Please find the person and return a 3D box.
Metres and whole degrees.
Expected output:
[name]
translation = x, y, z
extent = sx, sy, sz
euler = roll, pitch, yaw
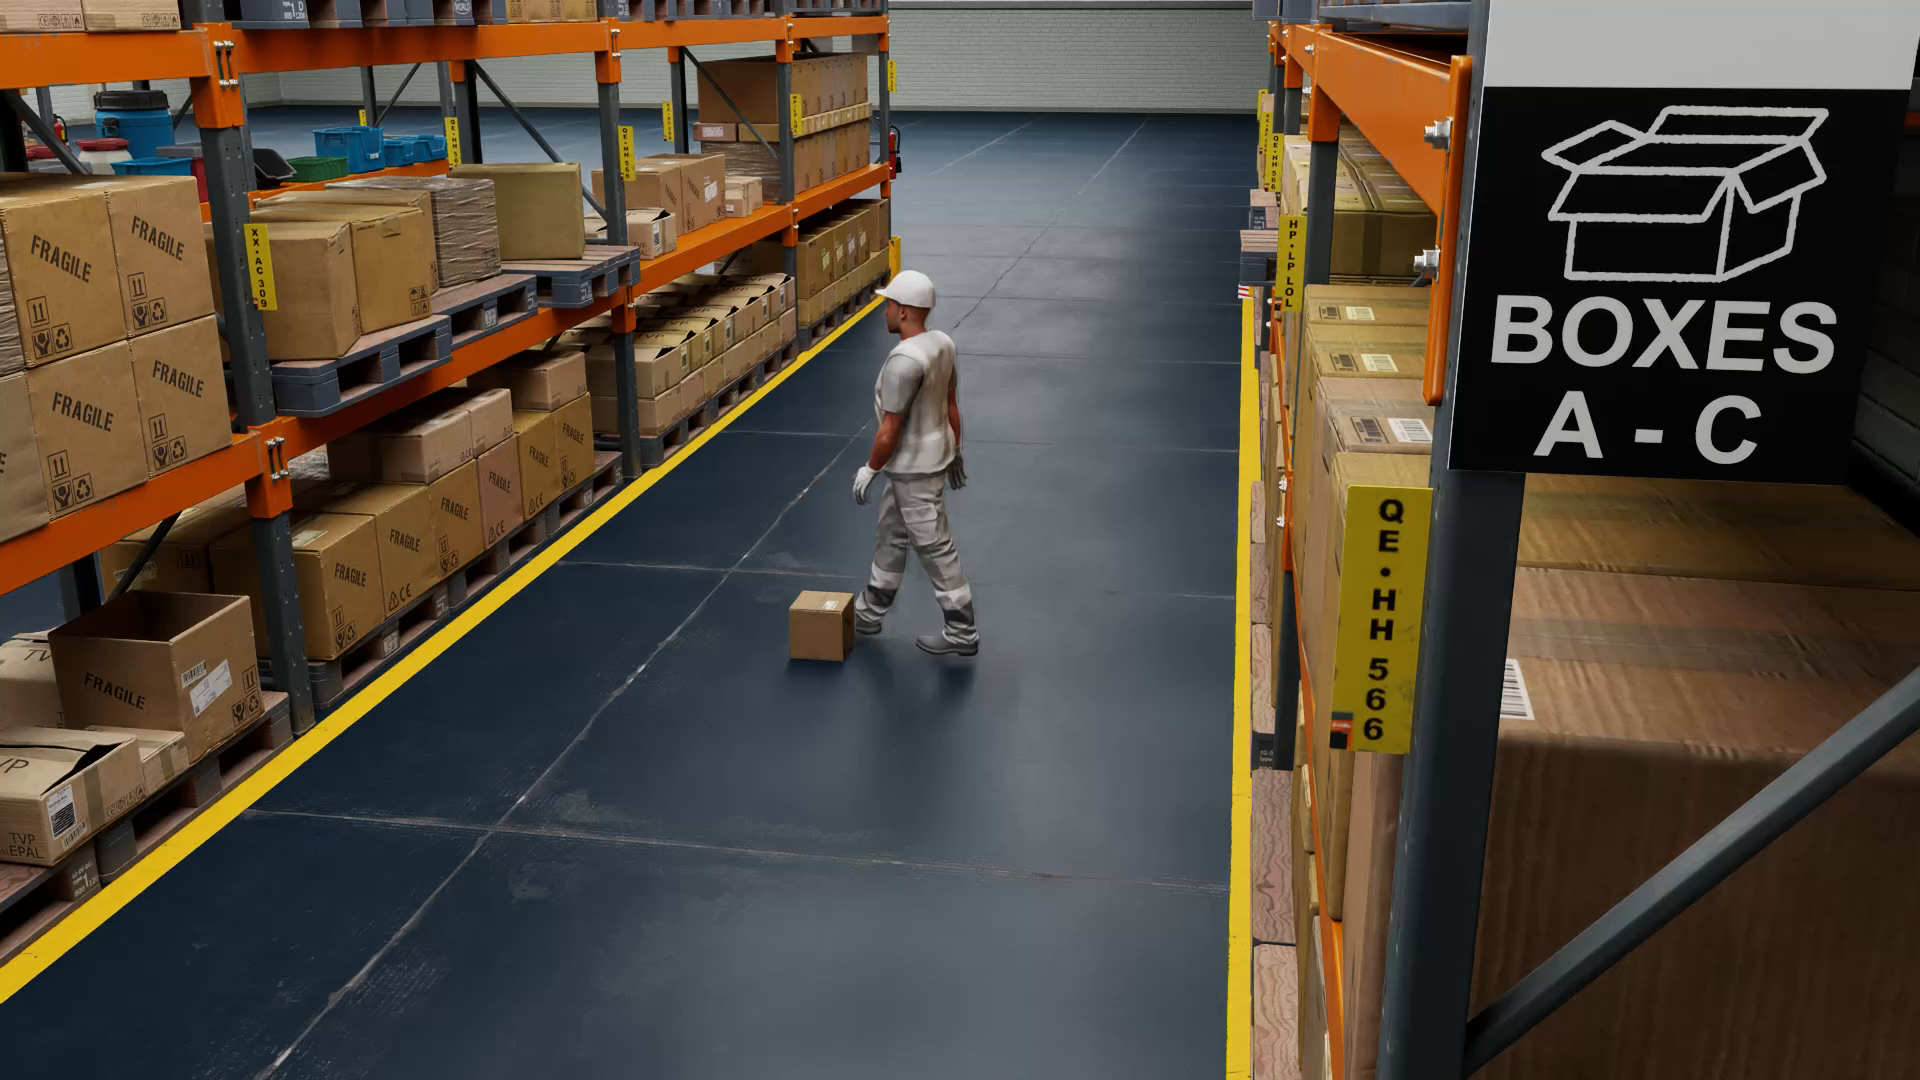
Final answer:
[person]
translation = -0.303, -0.338, 7.501
extent = 0.801, 1.764, 0.588
euler = 4, 18, 14
